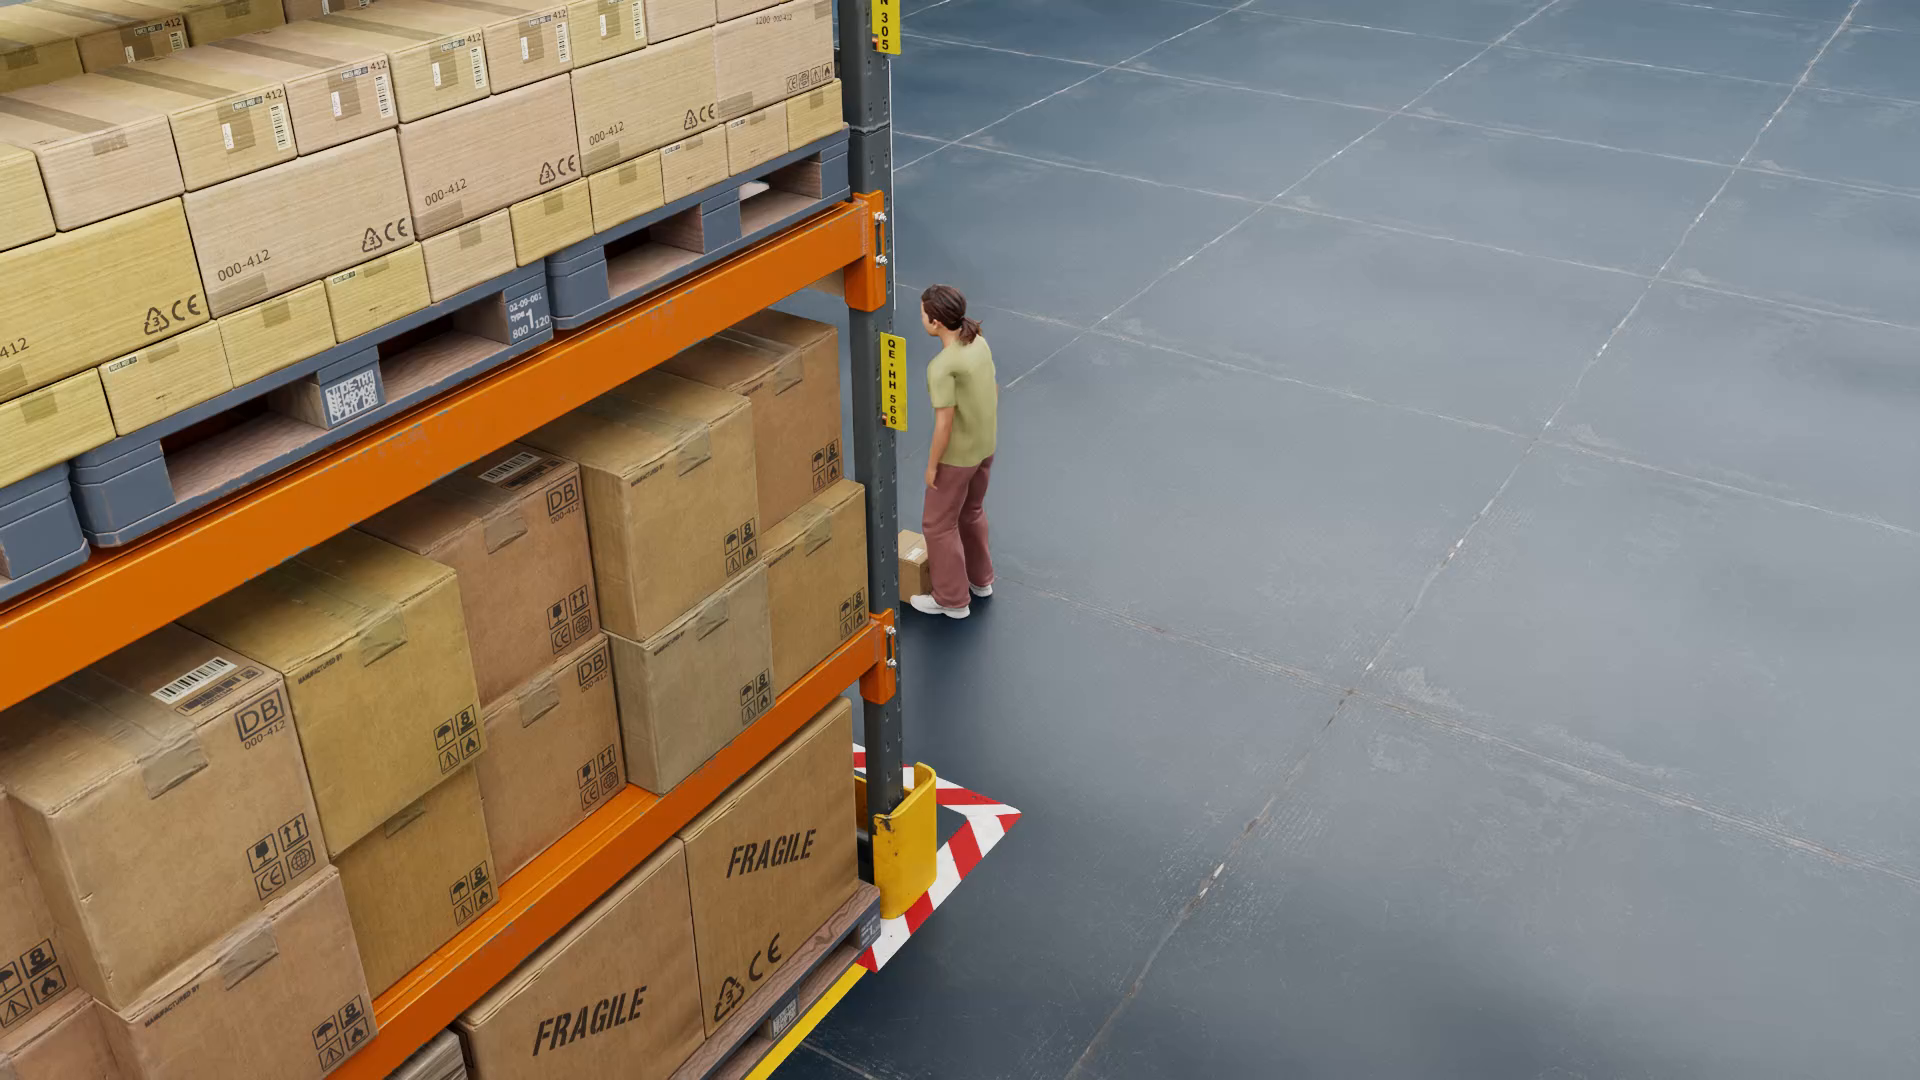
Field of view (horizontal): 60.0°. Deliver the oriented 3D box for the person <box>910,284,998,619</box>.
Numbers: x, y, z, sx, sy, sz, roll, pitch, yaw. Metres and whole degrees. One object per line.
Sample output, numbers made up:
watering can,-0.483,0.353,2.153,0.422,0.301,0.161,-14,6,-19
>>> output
person,-0.023,-0.412,7.830,0.356,1.672,0.497,18,35,27
